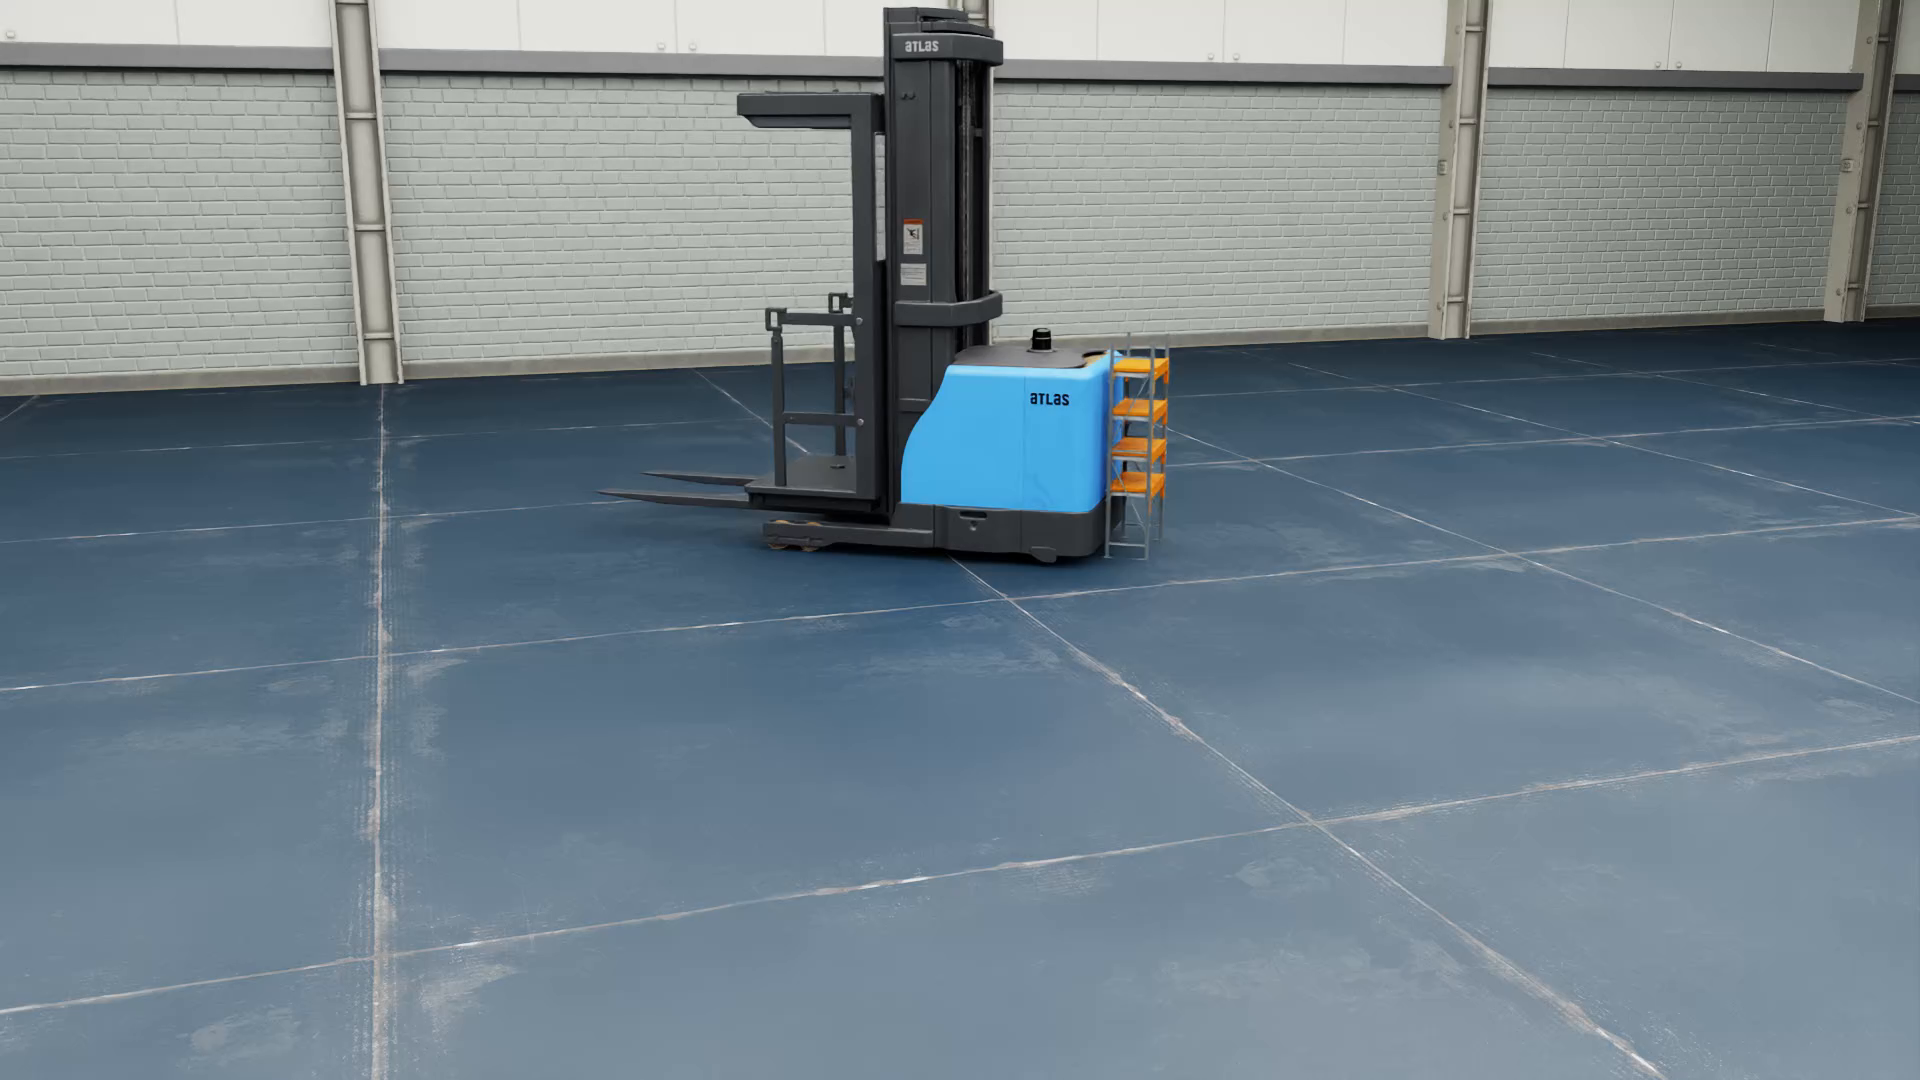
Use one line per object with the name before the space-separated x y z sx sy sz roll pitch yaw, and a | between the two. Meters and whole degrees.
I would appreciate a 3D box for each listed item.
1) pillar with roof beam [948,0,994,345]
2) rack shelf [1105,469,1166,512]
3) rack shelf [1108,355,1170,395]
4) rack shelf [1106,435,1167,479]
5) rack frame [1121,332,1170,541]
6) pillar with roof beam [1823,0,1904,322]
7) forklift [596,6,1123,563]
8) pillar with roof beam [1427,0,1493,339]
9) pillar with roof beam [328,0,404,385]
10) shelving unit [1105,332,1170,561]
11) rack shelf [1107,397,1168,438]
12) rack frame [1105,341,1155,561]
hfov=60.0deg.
pillar with roof beam | 1.485 -5.400 12.898 0.400 9.000 9.100 -4 14 -18
rack shelf | 0.989 -0.274 9.347 0.258 0.148 0.480 4 14 15
rack shelf | 0.993 -0.914 9.193 0.258 0.148 0.480 4 14 15
rack shelf | 0.990 -0.467 9.300 0.258 0.148 0.480 4 14 15
rack frame | 1.058 -0.587 9.513 0.240 1.200 0.015 4 14 15
pillar with roof beam | 12.859 -6.285 16.621 0.400 9.000 9.100 -4 14 -18
forklift | -0.618 -1.473 9.500 3.031 2.935 1.130 4 14 16
pillar with roof beam | 7.172 -5.843 14.759 0.400 9.000 9.100 -4 14 -18
pillar with roof beam | -4.201 -4.957 11.036 0.400 9.000 9.100 -4 14 -18
shelving unit | 0.991 -0.532 9.285 0.258 1.200 0.503 4 14 15
rack shelf | 0.991 -0.684 9.248 0.258 0.148 0.480 4 14 15
rack frame | 0.924 -0.478 9.056 0.240 1.200 0.015 4 14 15
